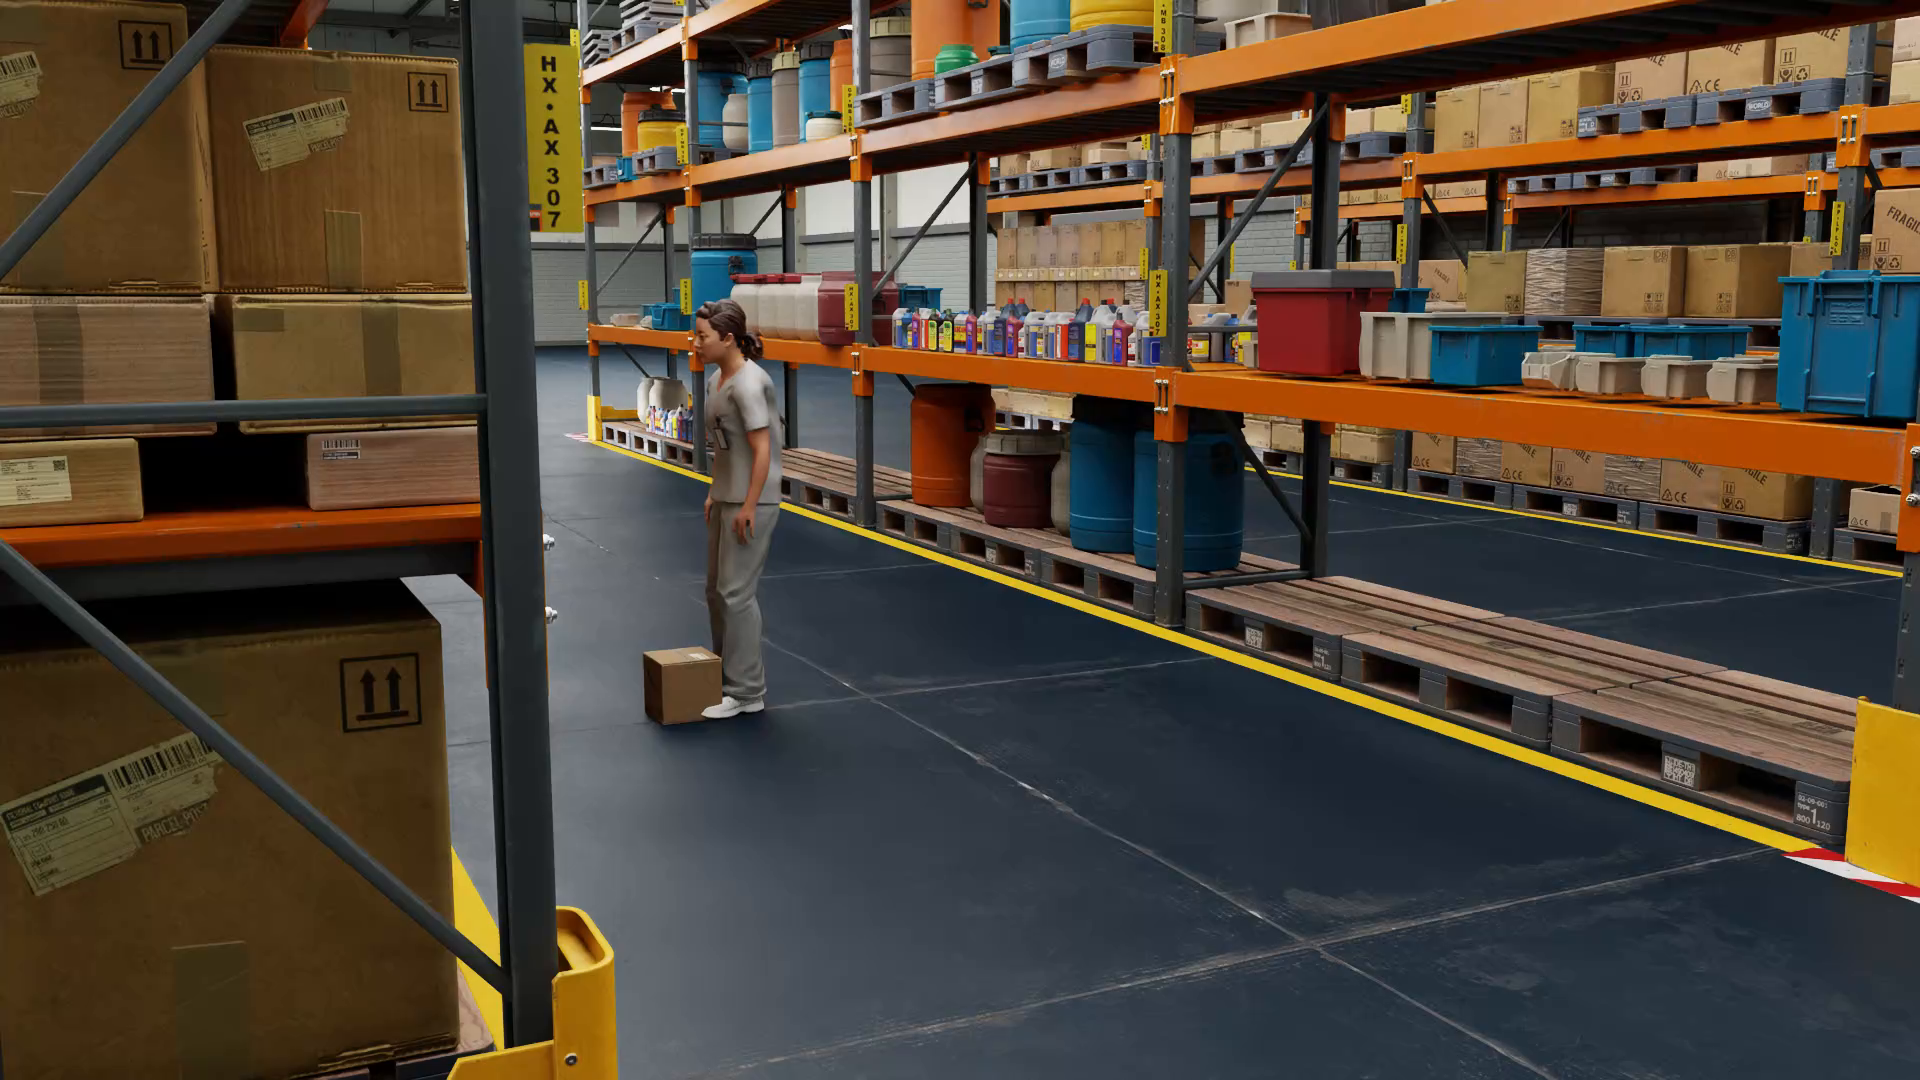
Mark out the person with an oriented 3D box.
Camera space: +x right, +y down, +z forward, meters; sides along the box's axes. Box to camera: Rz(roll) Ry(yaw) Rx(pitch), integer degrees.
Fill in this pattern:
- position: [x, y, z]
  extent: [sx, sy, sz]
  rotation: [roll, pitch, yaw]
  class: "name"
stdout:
- position: [-0.927, -0.132, 6.724]
  extent: [0.404, 1.673, 0.491]
  rotation: [-4, 10, -26]
  class: "person"
